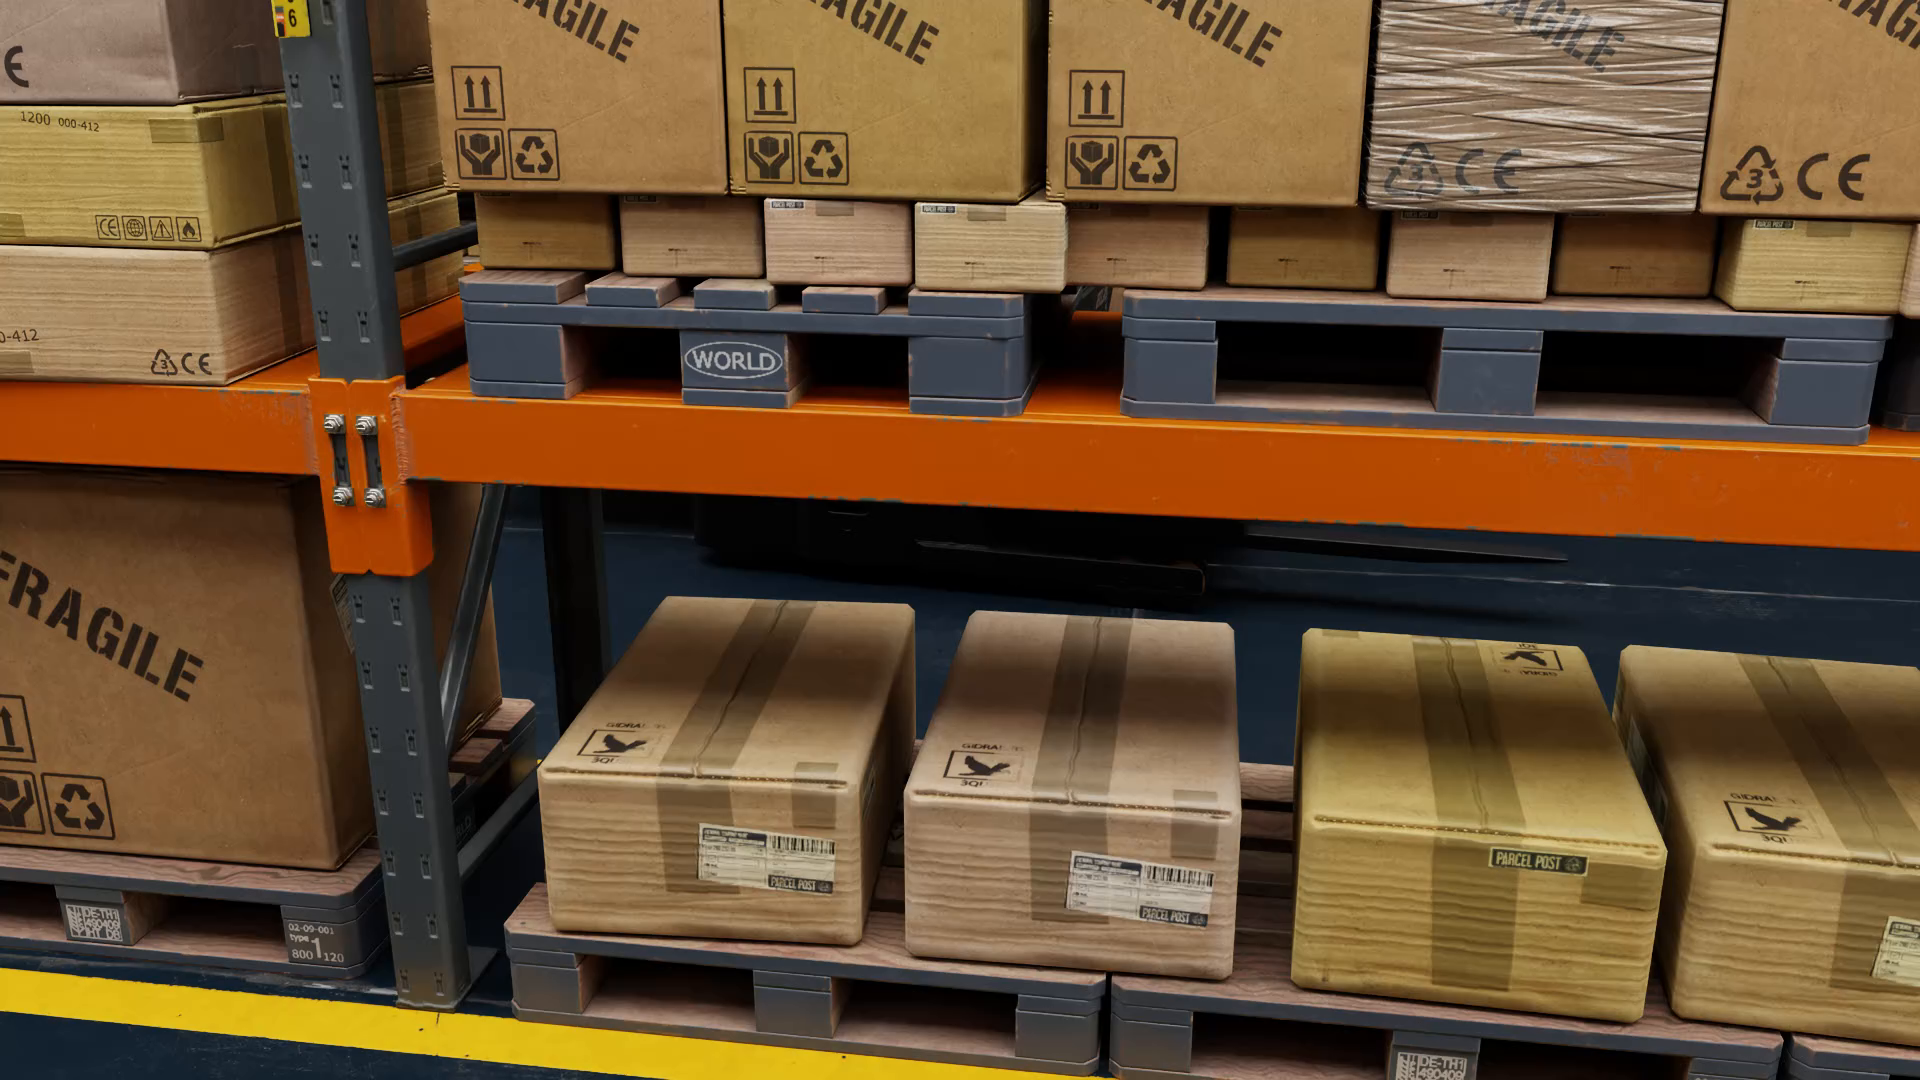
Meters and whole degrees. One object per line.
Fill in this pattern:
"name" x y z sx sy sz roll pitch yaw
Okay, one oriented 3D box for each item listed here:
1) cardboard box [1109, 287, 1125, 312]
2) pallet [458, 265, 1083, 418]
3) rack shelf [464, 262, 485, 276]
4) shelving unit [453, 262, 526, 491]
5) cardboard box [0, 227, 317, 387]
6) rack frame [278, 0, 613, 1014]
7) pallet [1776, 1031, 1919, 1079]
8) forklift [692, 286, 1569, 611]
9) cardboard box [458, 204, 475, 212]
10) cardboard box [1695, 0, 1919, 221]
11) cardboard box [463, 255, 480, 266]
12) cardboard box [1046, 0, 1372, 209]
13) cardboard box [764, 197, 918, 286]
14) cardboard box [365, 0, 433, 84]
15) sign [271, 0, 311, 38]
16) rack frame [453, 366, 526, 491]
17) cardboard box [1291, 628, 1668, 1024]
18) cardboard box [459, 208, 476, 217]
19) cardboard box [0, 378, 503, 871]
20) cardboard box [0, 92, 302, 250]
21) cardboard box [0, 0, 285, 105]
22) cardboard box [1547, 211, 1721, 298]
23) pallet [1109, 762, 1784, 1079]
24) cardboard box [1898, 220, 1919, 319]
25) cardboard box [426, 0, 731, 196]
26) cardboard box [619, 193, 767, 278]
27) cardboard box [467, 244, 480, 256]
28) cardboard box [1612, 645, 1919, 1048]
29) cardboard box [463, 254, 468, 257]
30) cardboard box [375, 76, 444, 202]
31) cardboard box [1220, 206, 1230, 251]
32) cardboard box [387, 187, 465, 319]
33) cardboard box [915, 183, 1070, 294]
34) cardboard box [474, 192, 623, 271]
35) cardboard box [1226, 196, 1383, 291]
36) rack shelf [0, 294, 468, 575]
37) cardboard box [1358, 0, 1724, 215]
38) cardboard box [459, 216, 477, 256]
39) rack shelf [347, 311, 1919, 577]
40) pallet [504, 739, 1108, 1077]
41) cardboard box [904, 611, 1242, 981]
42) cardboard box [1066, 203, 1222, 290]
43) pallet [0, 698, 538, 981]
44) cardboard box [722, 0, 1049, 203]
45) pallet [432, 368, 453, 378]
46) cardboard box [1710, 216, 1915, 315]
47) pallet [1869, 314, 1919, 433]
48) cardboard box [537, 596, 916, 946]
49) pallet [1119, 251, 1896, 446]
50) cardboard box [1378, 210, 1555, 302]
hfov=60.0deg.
"cardboard box" 1.026 -1.174 8.165 0.625 0.625 0.875 4 19 10
"pallet" -0.298 -0.518 3.428 1.003 0.211 1.213 3 19 9
"rack shelf" -1.389 -0.946 6.434 1.000 0.278 0.538 5 19 14
"shelving unit" -1.389 -0.668 6.527 1.048 1.125 0.538 5 19 14
"cardboard box" -1.559 -0.485 3.261 0.500 0.250 0.500 2 19 7
"rack frame" -1.018 -0.612 3.405 0.127 3.000 1.000 3 19 9
"pallet" 2.162 0.873 3.361 1.213 0.211 1.003 3 19 9
"forklift" 0.603 -1.339 5.685 3.031 2.935 1.130 5 19 14
"cardboard box" -2.752 -1.705 8.927 0.250 0.149 0.380 3 19 10
"cardboard box" 1.440 -0.802 2.685 0.500 0.500 0.500 4 19 11
"cardboard box" -2.212 -1.209 8.467 0.500 0.500 0.500 2 19 7
"cardboard box" 0.430 -0.856 2.845 0.500 0.500 0.500 3 19 10
"cardboard box" -0.190 -0.564 2.997 0.250 0.149 0.380 2 19 5
"cardboard box" -1.466 -1.235 3.533 0.500 0.500 0.500 2 19 7
"sign" -1.103 -0.987 2.701 0.005 0.325 0.100 3 19 9
"rack frame" -1.879 -0.710 6.653 0.032 1.125 0.500 5 19 14
"cardboard box" 1.016 0.541 3.438 0.625 0.372 0.950 4 19 10
"cardboard box" -2.490 -1.710 8.941 0.250 0.149 0.380 3 19 9
"cardboard box" -1.687 0.136 3.857 0.875 0.875 0.875 3 19 8
"cardboard box" -1.537 -0.723 3.184 0.500 0.250 0.500 3 19 8
"cardboard box" -1.570 -1.078 3.063 0.500 0.500 0.500 2 19 7
"cardboard box" 1.131 -0.531 2.898 0.250 0.149 0.380 2 19 7
"pallet" 0.954 0.812 3.542 1.213 0.211 1.003 3 19 9
"cardboard box" 1.609 -0.462 2.691 0.250 0.149 0.380 3 19 9
"cardboard box" -0.611 -0.904 2.991 0.500 0.500 0.500 2 19 7
"cardboard box" -0.453 -0.593 3.081 0.250 0.149 0.380 2 19 5
"cardboard box" -2.302 -1.538 8.427 0.250 0.149 0.380 3 19 9
"cardboard box" 1.703 0.576 3.335 0.625 0.372 0.950 4 19 12
"cardboard box" -2.723 -1.237 8.551 0.500 0.500 0.500 2 19 7
"cardboard box" -1.479 -0.881 3.657 0.500 0.250 0.500 3 19 8
"cardboard box" 0.624 -0.683 3.351 0.250 0.149 0.380 3 19 9
"cardboard box" -1.461 -0.644 3.738 0.500 0.250 0.500 3 19 8
"cardboard box" 0.078 -0.544 2.936 0.250 0.149 0.380 3 19 9
"cardboard box" -0.727 -0.617 3.155 0.250 0.149 0.380 2 19 5
"cardboard box" 0.614 -0.554 2.967 0.250 0.149 0.380 4 19 11
"rack shelf" -2.993 -0.371 3.820 4.000 0.370 1.077 3 19 9
"cardboard box" 0.923 -0.828 2.763 0.500 0.500 0.500 2 19 7
"cardboard box" -2.573 -1.542 8.441 0.250 0.149 0.380 4 19 11
"rack shelf" 0.957 -0.170 3.218 4.000 0.370 1.077 3 19 9
"pallet" -0.247 0.750 3.728 1.213 0.211 1.003 3 19 9
"cardboard box" 0.268 0.501 3.557 0.625 0.372 0.950 3 19 8
"cardboard box" 0.329 -0.556 2.973 0.250 0.149 0.380 4 19 12
"pallet" -1.785 0.647 4.036 1.213 0.211 1.003 3 19 9
"cardboard box" -0.095 -0.880 2.919 0.500 0.500 0.500 4 19 11
"pallet" -2.167 -0.956 8.829 1.213 0.211 1.003 3 19 9
"cardboard box" 1.374 -0.486 2.762 0.250 0.149 0.380 3 19 9
"pallet" 2.200 -0.404 3.085 1.213 0.211 1.003 3 19 9
"cardboard box" -0.462 0.467 3.661 0.625 0.372 0.950 2 19 5
"pallet" 0.943 -0.434 3.176 1.213 0.211 1.003 3 19 9
"cardboard box" 0.861 -0.521 2.866 0.250 0.149 0.380 4 19 10
